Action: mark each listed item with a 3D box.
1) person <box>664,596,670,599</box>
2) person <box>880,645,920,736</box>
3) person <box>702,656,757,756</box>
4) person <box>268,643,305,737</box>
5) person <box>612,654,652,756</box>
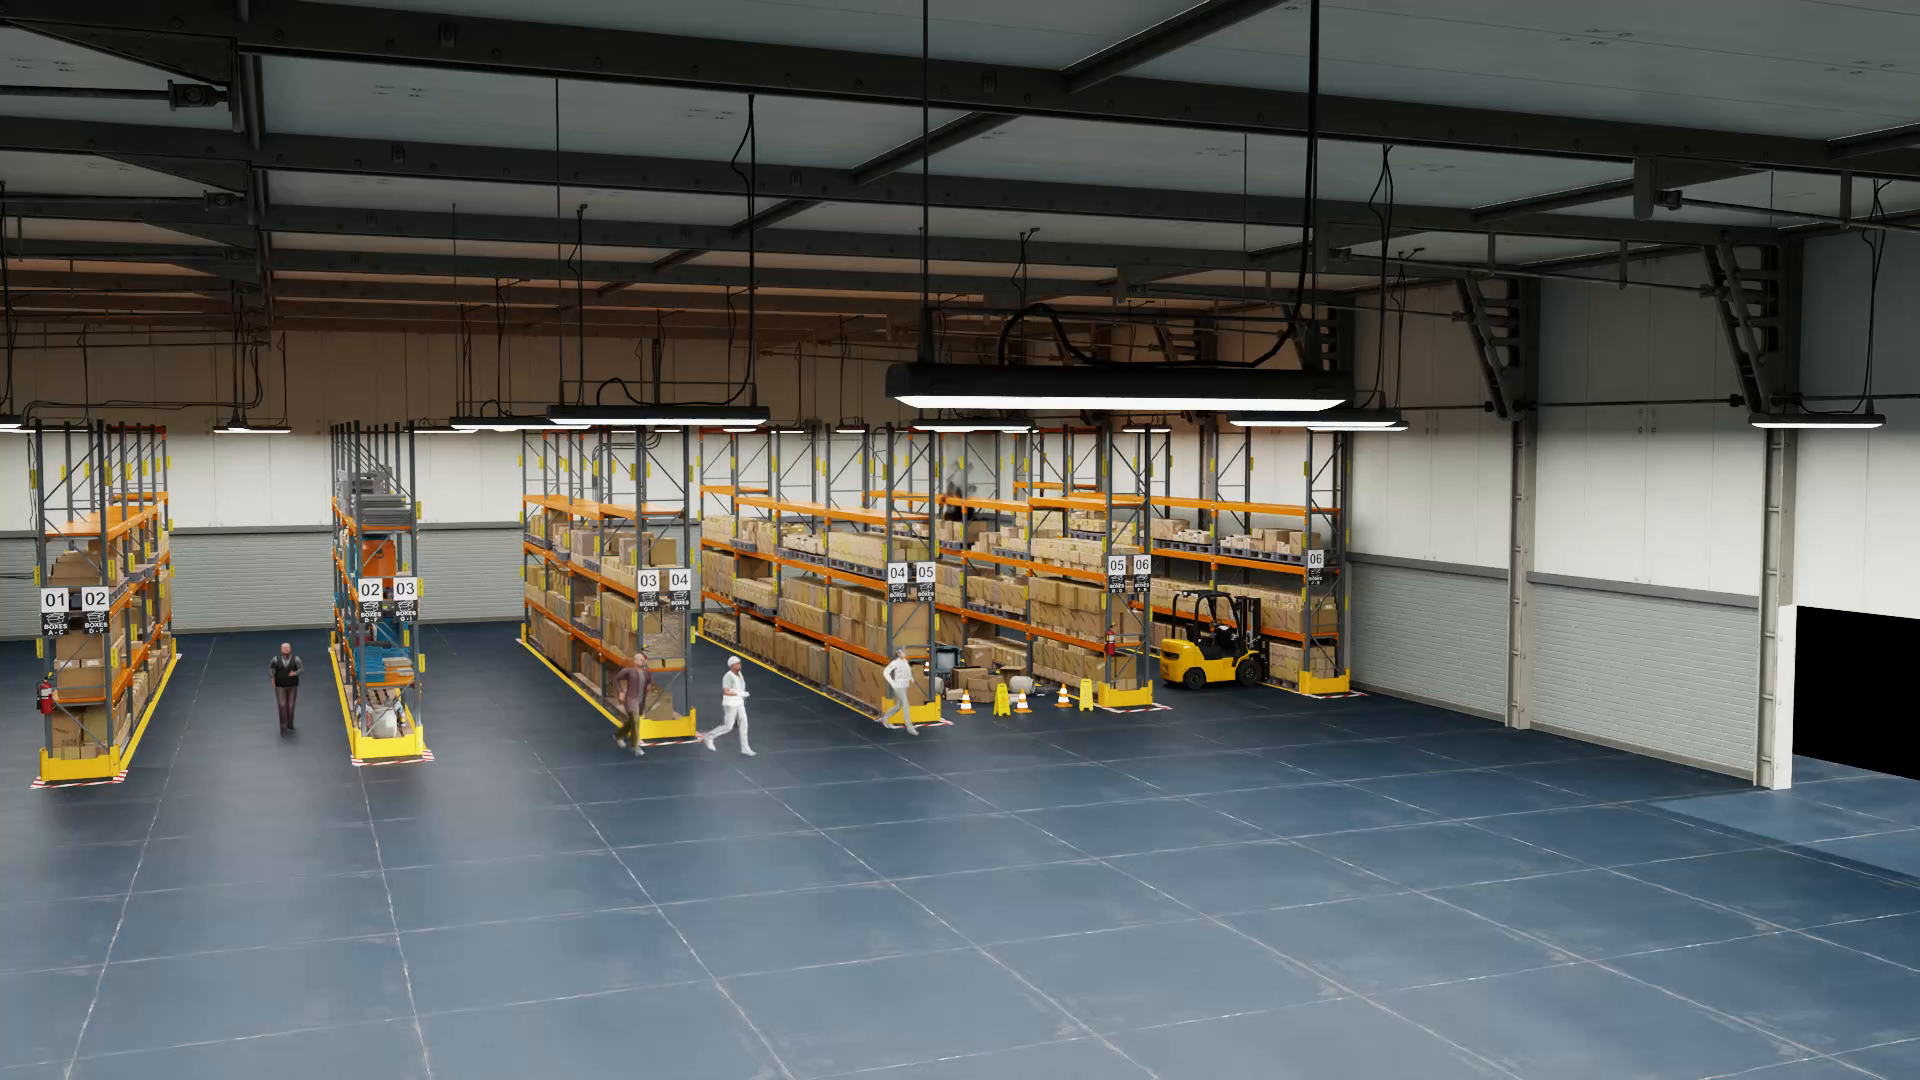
[{"bbox_3d":[-8.399,1.977,46.873,0.718,1.700,0.808,-1,4,-11],"label":"person"},{"bbox_3d":[-1.142,2.873,32.085,0.903,1.704,0.640,2,4,25],"label":"person"},{"bbox_3d":[-4.109,2.972,29.821,0.978,1.792,0.692,1,4,16],"label":"person"},{"bbox_3d":[-12.948,2.849,31.985,0.650,1.749,0.811,-2,4,-25],"label":"person"},{"bbox_3d":[-5.900,2.953,30.204,1.021,1.776,0.733,3,5,38],"label":"person"}]
